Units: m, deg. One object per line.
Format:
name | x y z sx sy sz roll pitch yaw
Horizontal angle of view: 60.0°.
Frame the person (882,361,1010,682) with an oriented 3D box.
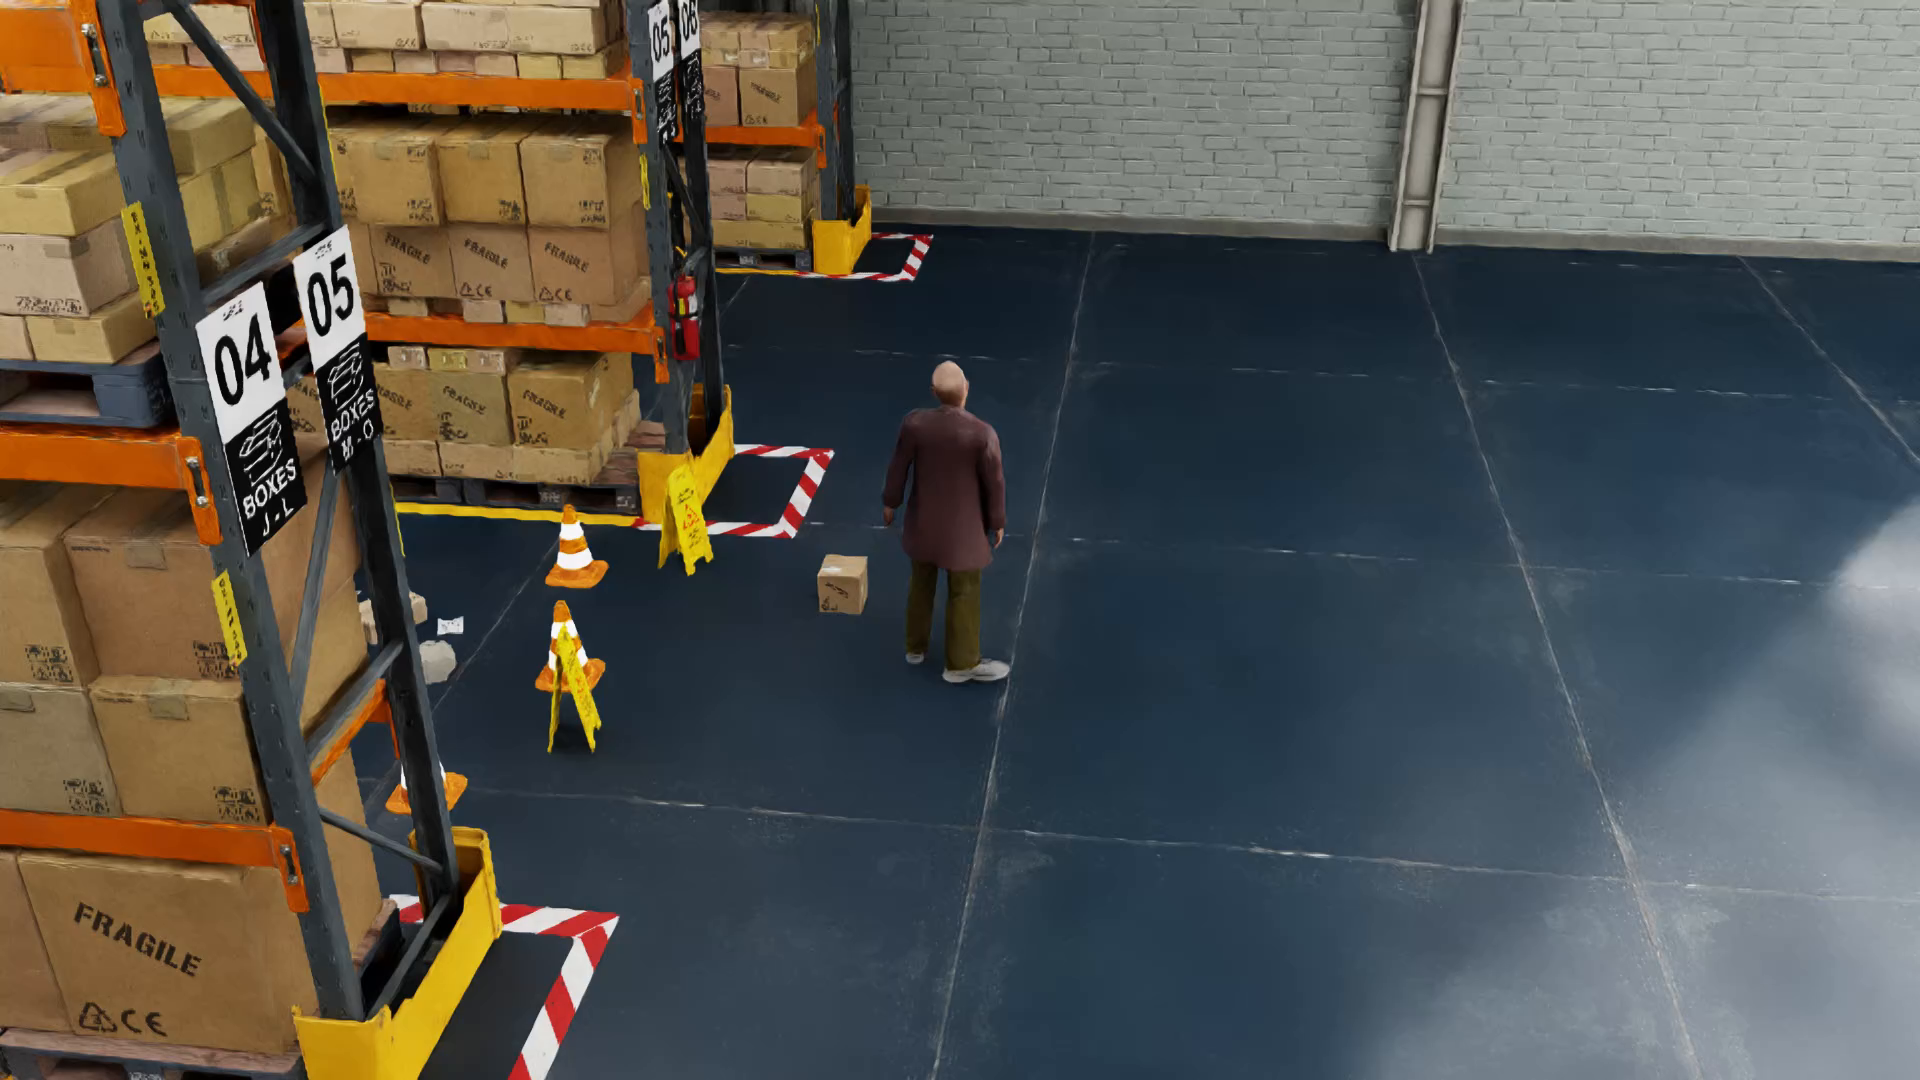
person | -0.067 -0.117 8.791 0.736 1.787 0.432 12 30 21
